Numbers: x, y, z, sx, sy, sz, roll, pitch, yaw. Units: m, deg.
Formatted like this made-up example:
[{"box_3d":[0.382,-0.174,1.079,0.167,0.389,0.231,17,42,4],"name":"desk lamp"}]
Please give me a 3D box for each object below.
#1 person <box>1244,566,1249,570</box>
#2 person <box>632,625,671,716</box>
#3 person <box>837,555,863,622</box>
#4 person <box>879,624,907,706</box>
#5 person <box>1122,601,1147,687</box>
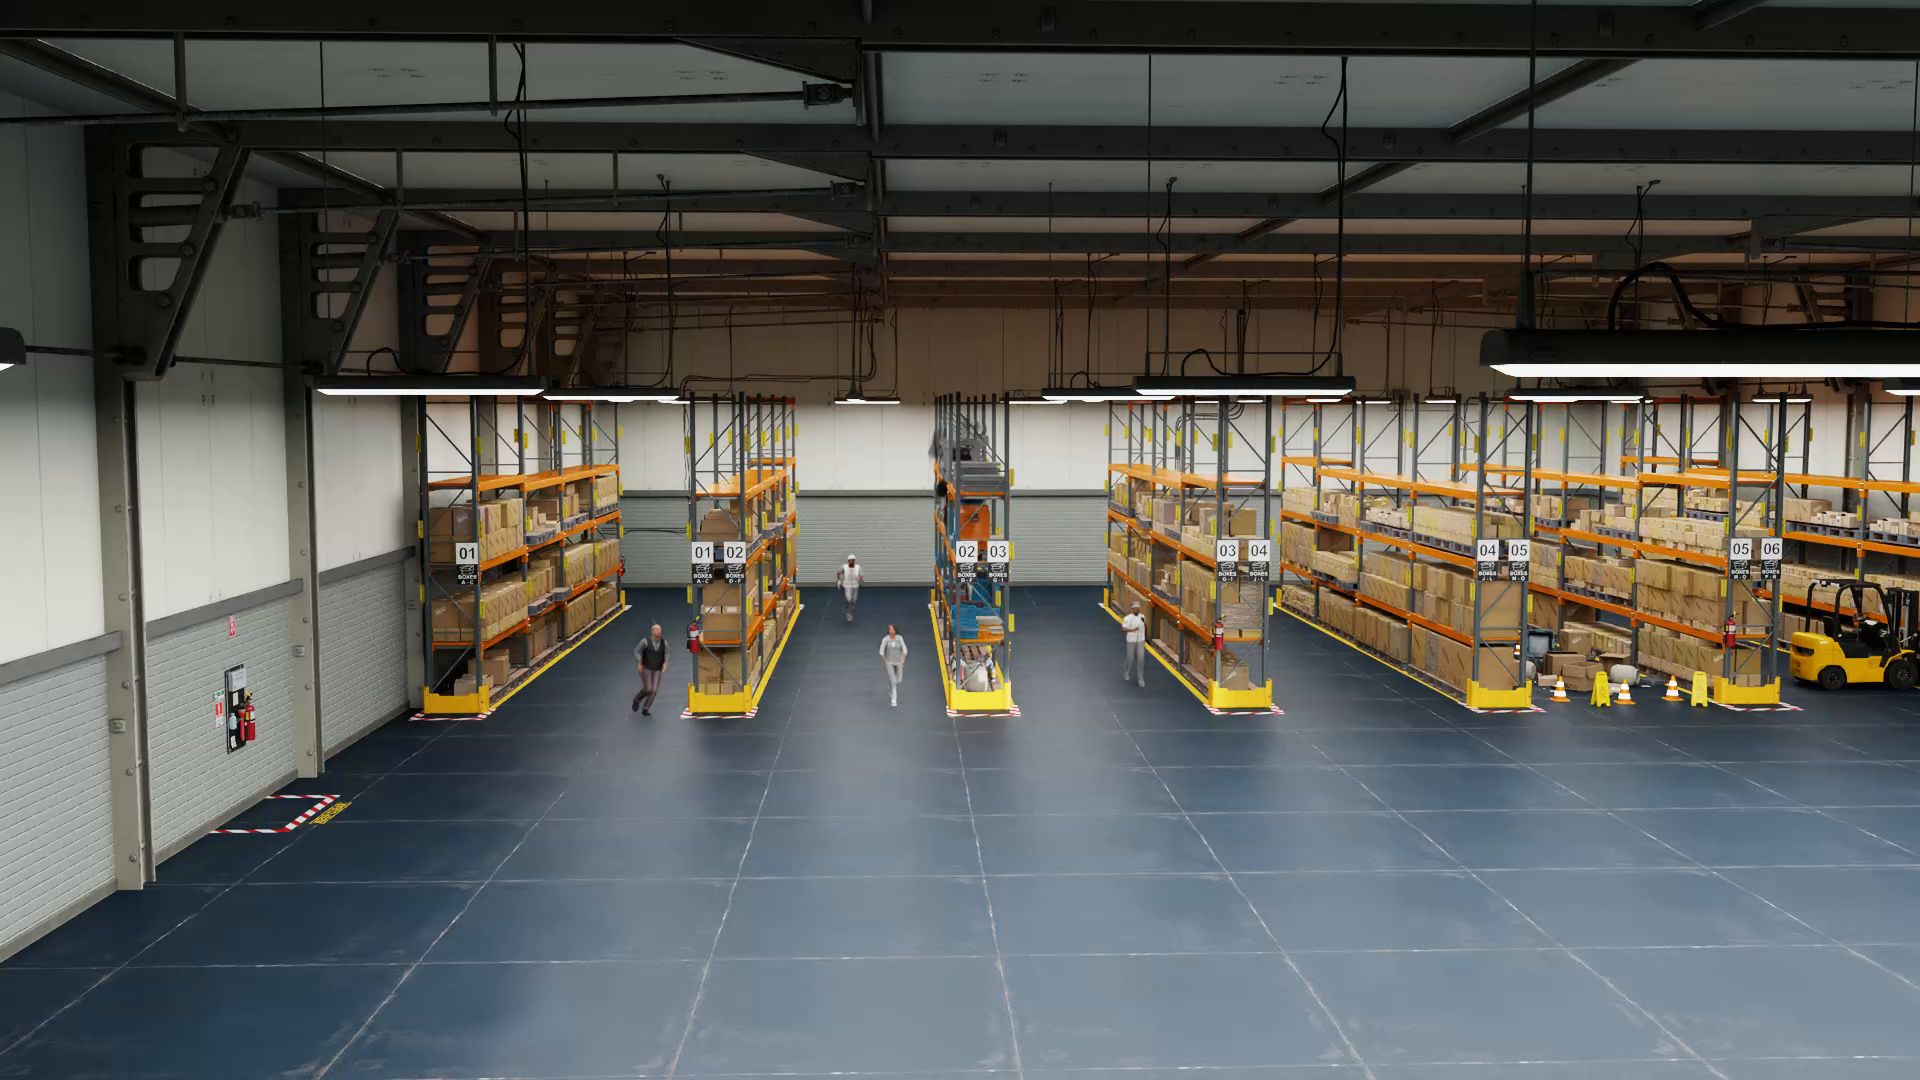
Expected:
[{"box_3d":[7.697,1.345,44.681,0.597,1.631,0.560,-1,5,-7],"name":"person"},{"box_3d":[-5.717,2.414,30.951,0.715,1.666,0.547,-3,5,-33],"name":"person"},{"box_3d":[-2.902,1.291,44.294,0.658,1.806,0.821,-1,5,-18],"name":"person"},{"box_3d":[-1.289,2.389,32.027,0.536,1.568,0.506,-1,5,-9],"name":"person"},{"box_3d":[3.607,2.112,34.309,0.595,1.724,0.843,-1,5,-12],"name":"person"}]
